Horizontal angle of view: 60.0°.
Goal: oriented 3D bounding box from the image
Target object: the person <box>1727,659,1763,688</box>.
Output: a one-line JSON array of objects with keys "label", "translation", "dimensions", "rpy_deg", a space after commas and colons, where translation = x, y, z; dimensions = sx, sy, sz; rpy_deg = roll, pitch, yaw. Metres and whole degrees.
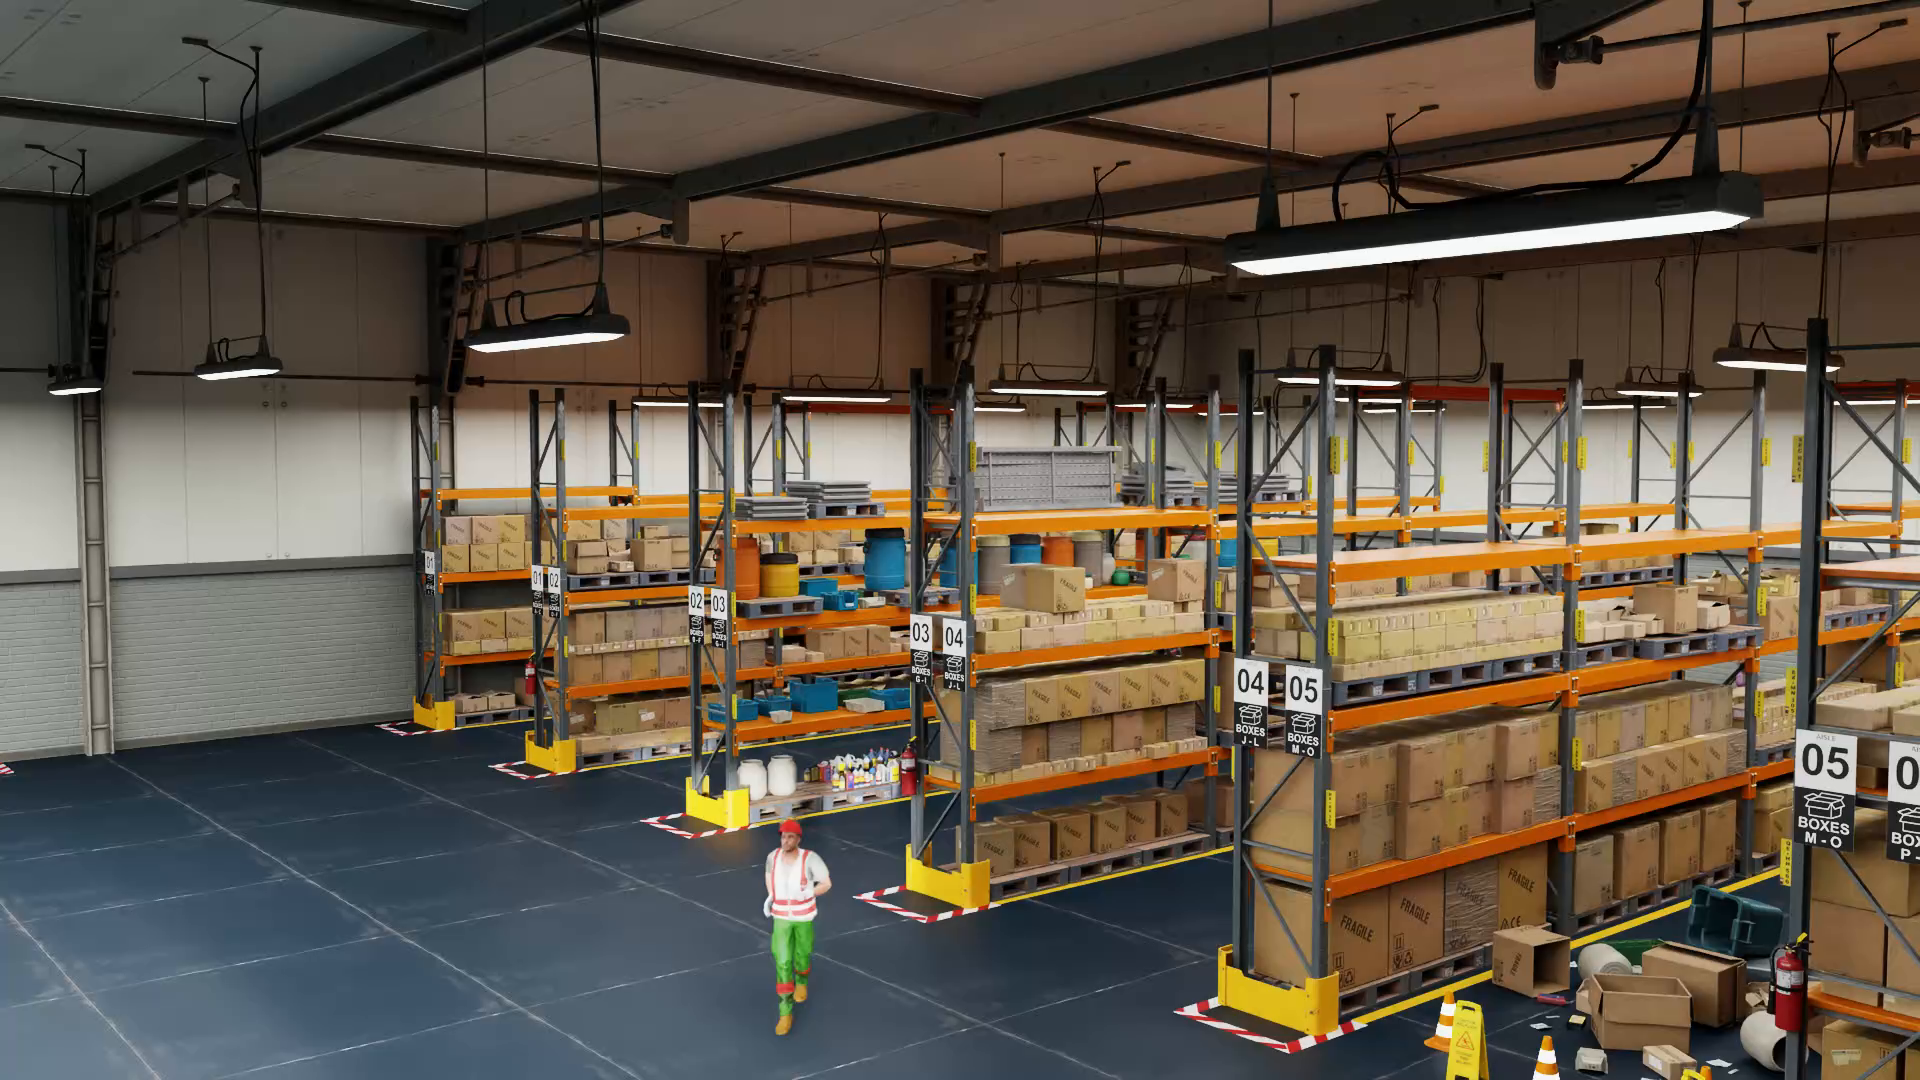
[{"label": "person", "translation": [12.984, 2.727, 27.505], "dimensions": [0.598, 1.584, 0.828], "rpy_deg": [1, 4, 21]}]

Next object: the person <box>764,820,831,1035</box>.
[{"label": "person", "translation": [-1.461, 3.385, 14.860], "dimensions": [0.633, 1.804, 0.928], "rpy_deg": [0, 3, 5]}]

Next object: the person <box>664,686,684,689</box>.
[{"label": "person", "translation": [-5.207, 2.590, 30.044], "dimensions": [0.573, 1.597, 0.556], "rpy_deg": [3, 4, 40]}]
